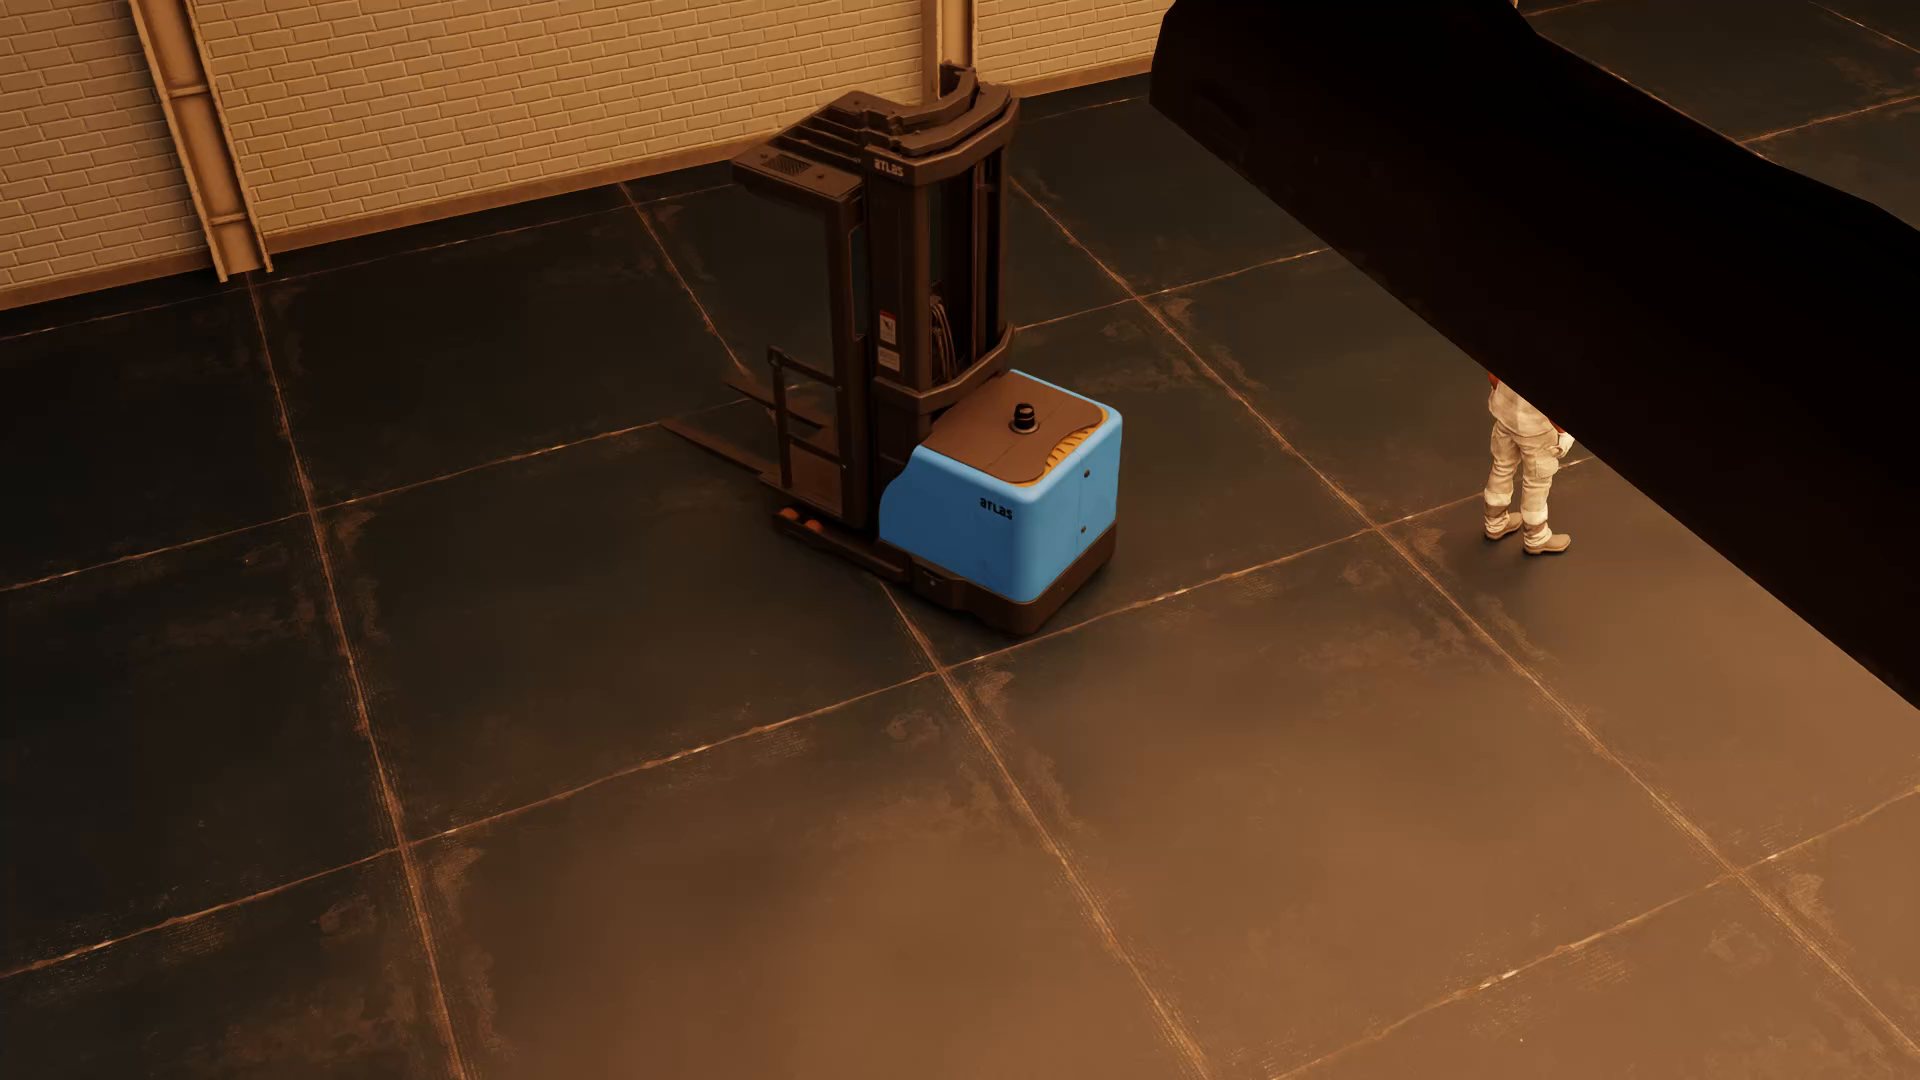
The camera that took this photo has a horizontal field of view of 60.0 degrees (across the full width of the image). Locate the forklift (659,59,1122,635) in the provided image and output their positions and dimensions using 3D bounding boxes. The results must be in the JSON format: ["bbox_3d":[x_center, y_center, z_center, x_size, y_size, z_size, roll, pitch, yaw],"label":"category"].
[{"bbox_3d":[-0.549,-1.335,9.616,3.031,2.935,1.130,25,46,27],"label":"forklift"}]

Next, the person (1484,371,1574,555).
[{"bbox_3d":[3.389,-0.733,9.775,0.561,1.791,0.638,-18,43,-20],"label":"person"}]
